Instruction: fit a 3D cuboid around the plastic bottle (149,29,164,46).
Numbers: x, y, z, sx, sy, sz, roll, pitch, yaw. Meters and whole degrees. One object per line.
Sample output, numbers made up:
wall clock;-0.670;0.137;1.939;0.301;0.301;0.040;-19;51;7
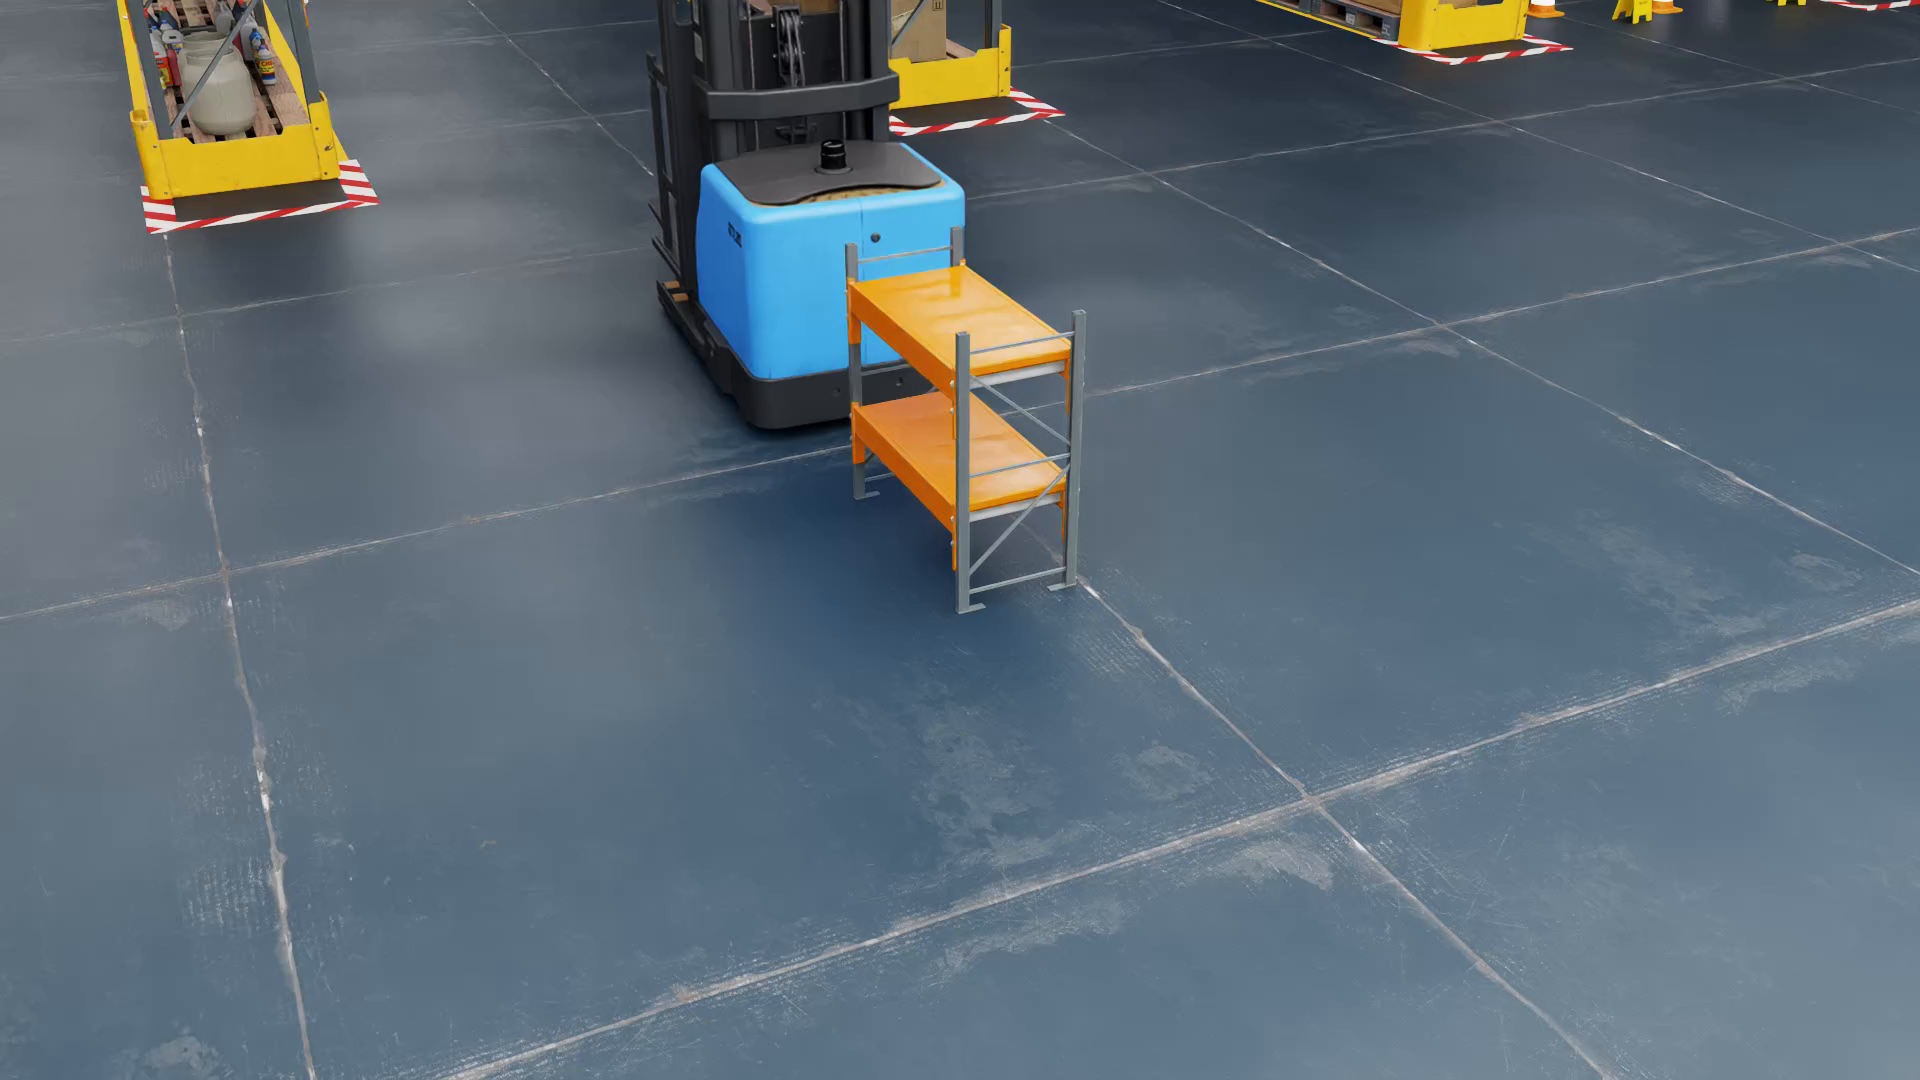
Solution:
plastic bottle;-6.033;-3.652;12.454;0.144;0.351;0.185;-12;31;-20

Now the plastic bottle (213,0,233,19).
plastic bottle;-5.941;-4.194;13.422;0.144;0.351;0.185;-13;32;-22

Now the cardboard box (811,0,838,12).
cardboard box;-0.950;-4.595;14.003;0.500;0.500;0.500;-10;31;-17

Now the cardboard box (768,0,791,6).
cardboard box;-1.486;-5.108;14.920;0.500;0.500;0.500;-3;29;-6

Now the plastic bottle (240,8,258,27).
plastic bottle;-5.590;-3.997;13.070;0.144;0.351;0.185;-13;32;-22

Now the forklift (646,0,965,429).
forklift;-0.979;-2.481;8.178;1.130;2.935;3.031;-11;31;-19

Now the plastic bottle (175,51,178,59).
plastic bottle;-5.854;-3.549;12.423;0.097;0.201;0.097;0;29;0

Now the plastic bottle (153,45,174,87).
plastic bottle;-5.899;-3.485;12.234;0.152;0.276;0.135;-13;32;-22

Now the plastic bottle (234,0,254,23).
plastic bottle;-5.729;-4.140;13.324;0.144;0.351;0.185;-15;32;-24

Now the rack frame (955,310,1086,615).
rack frame;0.215;-0.269;6.080;0.500;1.125;0.032;-13;32;-22

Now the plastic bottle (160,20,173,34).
plastic bottle;-6.205;-3.932;13.034;0.097;0.271;0.097;0;29;0

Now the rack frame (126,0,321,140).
rack frame;-4.631;-3.645;10.184;1.000;3.000;0.127;-13;32;-22

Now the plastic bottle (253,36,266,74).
plastic bottle;-5.275;-3.665;12.558;0.097;0.271;0.097;0;29;0

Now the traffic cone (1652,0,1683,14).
traffic cone;6.587;-5.195;15.542;0.336;0.463;0.334;-13;32;-22

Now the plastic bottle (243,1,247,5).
plastic bottle;-5.844;-4.276;13.636;0.061;0.283;0.133;-11;31;-20

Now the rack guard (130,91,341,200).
rack guard;-4.706;-2.579;10.837;1.175;0.500;0.348;-13;32;-22

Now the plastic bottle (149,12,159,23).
plastic bottle;-6.444;-4.046;13.234;0.152;0.276;0.135;-12;31;-20

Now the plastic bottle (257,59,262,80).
plastic bottle;-5.172;-3.529;12.387;0.097;0.201;0.097;0;29;0

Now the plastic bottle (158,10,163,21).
plastic bottle;-6.348;-4.072;13.272;0.061;0.283;0.133;-13;32;-22

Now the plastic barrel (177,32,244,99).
plastic barrel;-5.198;-3.239;11.574;0.421;0.512;0.421;0;29;0

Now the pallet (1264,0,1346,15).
pallet;3.432;-5.341;16.058;1.003;0.211;1.213;-13;32;-22

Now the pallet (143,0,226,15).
pallet;-7.248;-5.074;15.583;1.003;0.211;1.213;-13;32;-22

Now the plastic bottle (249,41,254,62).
plastic bottle;-5.449;-3.813;12.894;0.097;0.201;0.097;0;29;0

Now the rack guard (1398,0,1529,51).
rack guard;4.376;-4.581;14.408;1.175;0.500;0.348;-13;32;-22

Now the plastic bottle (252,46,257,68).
plastic bottle;-5.360;-3.722;12.732;0.097;0.201;0.097;0;29;0

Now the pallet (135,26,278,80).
pallet;-6.097;-3.890;13.472;1.003;0.211;1.213;-13;32;-22

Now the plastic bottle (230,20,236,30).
plastic bottle;-5.672;-3.935;13.028;0.061;0.283;0.133;-13;32;-22

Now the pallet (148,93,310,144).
pallet;-5.050;-2.813;11.550;1.003;0.211;1.213;-13;32;-22

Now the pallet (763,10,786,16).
pallet;-1.027;-4.407;14.393;1.003;0.211;1.213;-13;32;-22

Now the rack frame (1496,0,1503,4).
rack frame;4.366;-5.682;13.816;1.000;3.000;0.127;-13;32;-22

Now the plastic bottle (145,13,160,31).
plastic bottle;-6.295;-3.922;12.935;0.144;0.351;0.185;-15;32;-24

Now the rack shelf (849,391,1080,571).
rack shelf;-0.003;-0.280;6.600;0.538;0.278;1.000;-13;32;-22

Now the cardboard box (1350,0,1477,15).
cardboard box;4.015;-5.224;14.742;0.875;0.875;0.875;-13;32;-22

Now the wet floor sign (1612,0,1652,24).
wet floor sign;6.166;-5.058;15.110;0.267;0.644;0.232;-19;35;-30

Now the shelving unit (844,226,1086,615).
shelving unit;-0.003;-0.494;6.480;0.538;1.125;1.048;-13;32;-22

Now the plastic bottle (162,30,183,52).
plastic bottle;-5.990;-3.743;12.694;0.152;0.276;0.135;-13;32;-22
